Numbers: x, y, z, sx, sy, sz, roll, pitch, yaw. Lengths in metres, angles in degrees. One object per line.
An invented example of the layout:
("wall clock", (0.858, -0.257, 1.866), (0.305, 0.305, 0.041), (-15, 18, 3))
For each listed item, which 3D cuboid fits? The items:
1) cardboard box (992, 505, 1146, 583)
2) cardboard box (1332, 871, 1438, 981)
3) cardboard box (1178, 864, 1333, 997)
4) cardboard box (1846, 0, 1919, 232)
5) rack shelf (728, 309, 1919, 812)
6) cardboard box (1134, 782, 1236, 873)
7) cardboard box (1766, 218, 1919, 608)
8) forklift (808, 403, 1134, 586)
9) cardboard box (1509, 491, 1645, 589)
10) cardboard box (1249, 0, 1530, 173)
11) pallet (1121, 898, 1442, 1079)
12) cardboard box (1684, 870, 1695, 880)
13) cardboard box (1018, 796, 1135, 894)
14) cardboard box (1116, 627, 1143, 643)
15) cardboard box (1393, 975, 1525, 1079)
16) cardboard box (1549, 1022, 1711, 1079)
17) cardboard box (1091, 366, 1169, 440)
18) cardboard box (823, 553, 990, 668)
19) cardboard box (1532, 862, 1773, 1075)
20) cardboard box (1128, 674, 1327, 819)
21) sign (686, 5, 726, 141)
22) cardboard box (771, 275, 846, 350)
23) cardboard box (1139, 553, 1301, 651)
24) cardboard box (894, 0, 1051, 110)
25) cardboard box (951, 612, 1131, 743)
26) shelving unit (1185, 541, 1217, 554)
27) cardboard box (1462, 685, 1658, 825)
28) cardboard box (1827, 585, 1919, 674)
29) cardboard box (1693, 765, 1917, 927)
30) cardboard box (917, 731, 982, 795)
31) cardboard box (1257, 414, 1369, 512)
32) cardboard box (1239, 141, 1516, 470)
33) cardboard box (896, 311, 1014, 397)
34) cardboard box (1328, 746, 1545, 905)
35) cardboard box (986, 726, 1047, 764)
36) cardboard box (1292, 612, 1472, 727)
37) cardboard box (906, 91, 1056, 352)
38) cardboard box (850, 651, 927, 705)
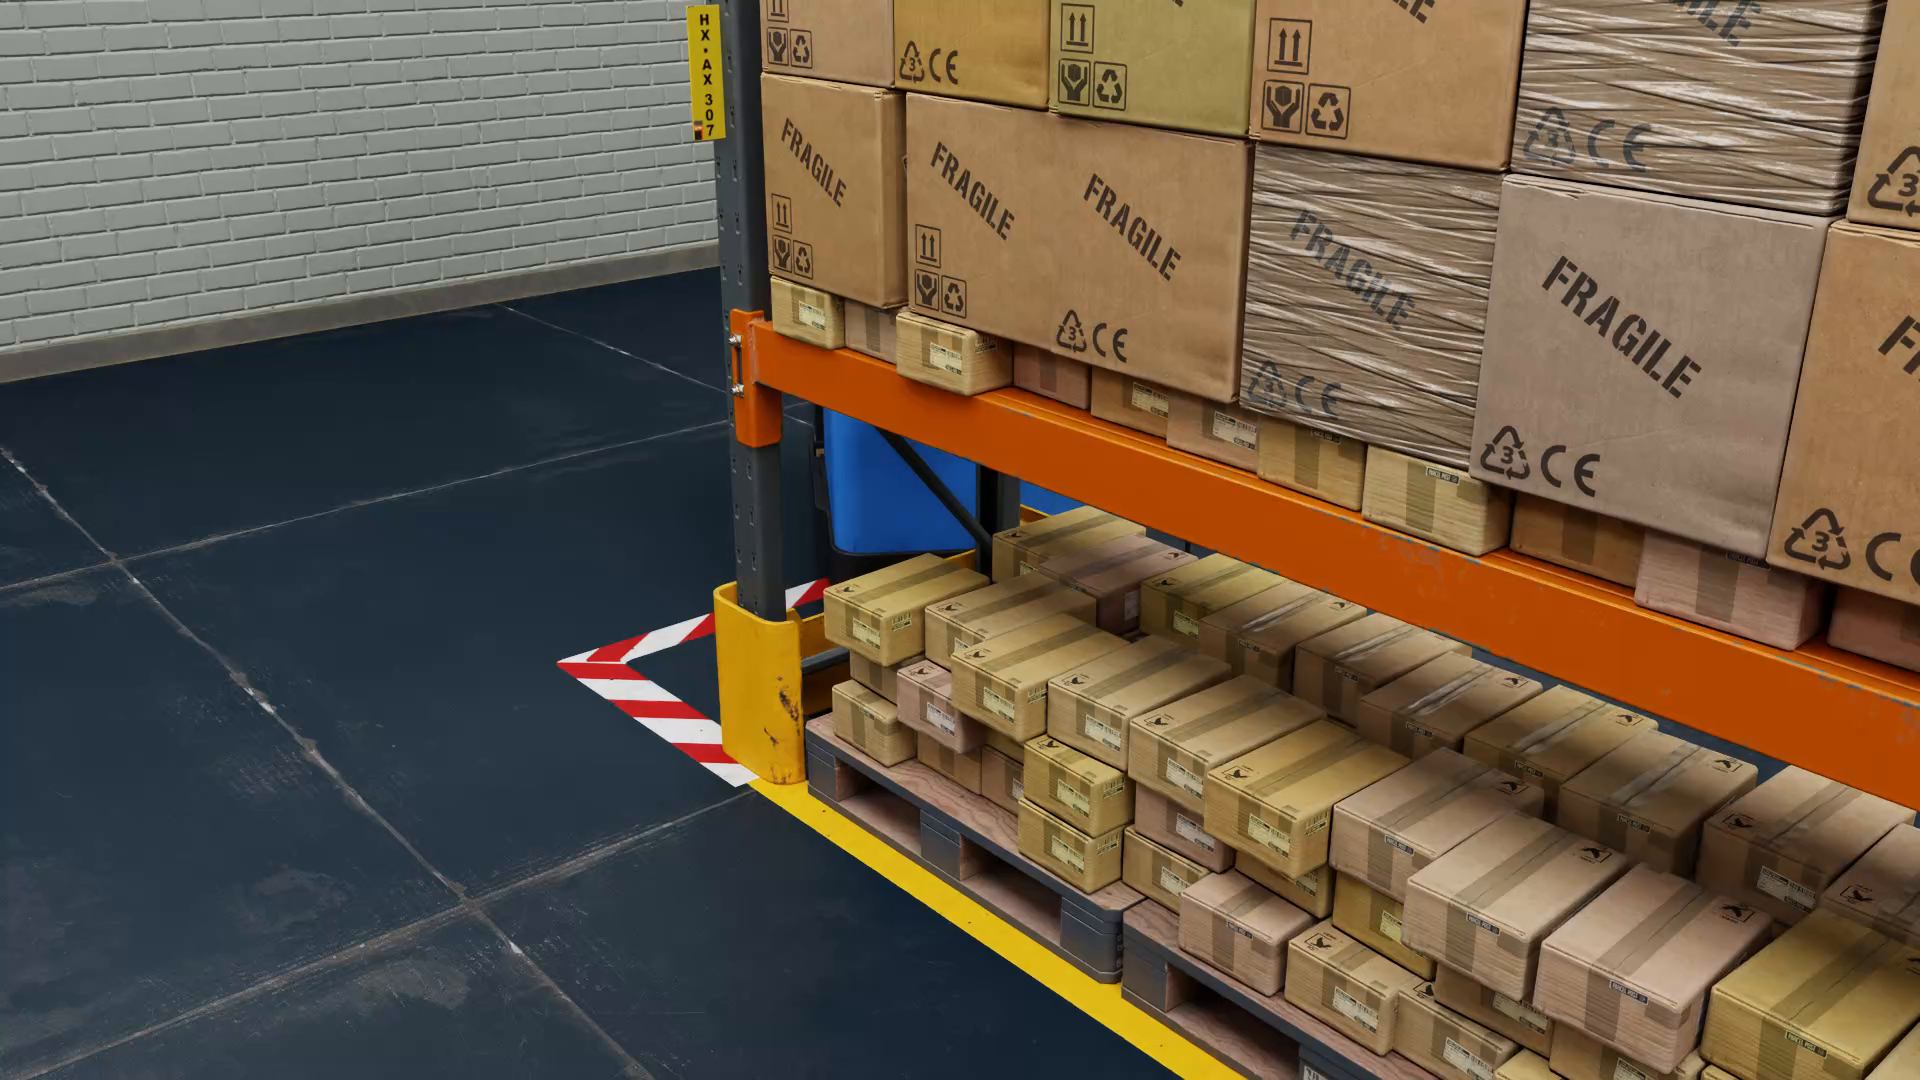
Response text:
("cardboard box", (0.314, 0.042, 4.782), (0.380, 0.149, 0.250), (-17, 27, -37))
("cardboard box", (0.994, 0.725, 3.445), (0.380, 0.149, 0.250), (-16, 26, -35))
("cardboard box", (0.695, 0.807, 3.643), (0.380, 0.149, 0.250), (-19, 28, -40))
("cardboard box", (1.534, -0.652, 2.119), (0.500, 0.500, 0.500), (-19, 28, -39))
("rack shelf", (1.082, -0.012, 3.387), (1.077, 0.370, 4.000), (-17, 27, -37))
("cardboard box", (0.617, 0.583, 3.808), (0.380, 0.149, 0.250), (-19, 28, -40))
("cardboard box", (1.519, -0.189, 2.309), (0.500, 0.500, 0.500), (-18, 28, -39))
("forklift", (-0.069, -1.591, 6.527), (1.130, 2.935, 3.031), (-2, 22, -6))
("cardboard box", (1.168, -0.062, 2.873), (0.380, 0.149, 0.250), (-18, 28, -38))
("cardboard box", (0.860, -0.936, 2.844), (0.500, 0.500, 0.500), (-19, 28, -39))
("pallet", (1.122, 0.990, 3.667), (1.003, 0.211, 1.213), (-17, 27, -37))
("cardboard box", (1.521, 0.674, 3.576), (0.380, 0.149, 0.250), (-18, 27, -38))
("cardboard box", (0.360, 0.670, 3.993), (0.380, 0.149, 0.250), (-17, 27, -37))
("cardboard box", (0.467, 0.257, 4.640), (0.380, 0.149, 0.250), (-18, 28, -39))
("cardboard box", (1.078, 0.937, 3.313), (0.380, 0.149, 0.250), (-17, 27, -36))
("cardboard box", (1.296, 0.888, 3.030), (0.380, 0.149, 0.250), (-17, 27, -36))
("cardboard box", (0.504, -0.347, 3.603), (0.380, 0.149, 0.250), (-18, 28, -38))
("cardboard box", (-0.139, 0.181, 4.426), (0.380, 0.149, 0.250), (-19, 28, -40))
("cardboard box", (1.236, 0.753, 2.966), (0.380, 0.149, 0.250), (-19, 28, -40))
("cardboard box", (0.598, 0.457, 3.723), (0.380, 0.149, 0.250), (-16, 27, -35))
("sign", (-0.635, -1.173, 4.179), (0.100, 0.325, 0.005), (-17, 27, -37))
("cardboard box", (-0.261, -0.615, 4.285), (0.380, 0.149, 0.250), (-18, 28, -38))
("cardboard box", (0.700, 0.166, 4.465), (0.380, 0.149, 0.250), (-18, 28, -39))
("cardboard box", (0.202, -1.225, 3.582), (0.500, 0.500, 0.500), (-16, 27, -36))
("cardboard box", (0.199, 0.329, 4.049), (0.380, 0.149, 0.250), (-18, 27, -38))
("shelving unit", (0.961, -0.323, 5.870), (0.215, 1.050, 0.252), (15, 26, 33))
("cardboard box", (1.319, 0.478, 3.667), (0.380, 0.149, 0.250), (-17, 27, -37))
("cardboard box", (1.527, 0.079, 2.514), (0.380, 0.149, 0.250), (-18, 28, -39))
("cardboard box", (1.690, 0.611, 3.327), (0.380, 0.149, 0.250), (-17, 27, -36))
("cardboard box", (0.109, 0.506, 4.411), (0.380, 0.149, 0.250), (-18, 27, -38))
("cardboard box", (0.796, -0.196, 3.216), (0.380, 0.149, 0.250), (-16, 27, -36))
("cardboard box", (0.876, -0.475, 3.039), (0.500, 0.500, 0.500), (-18, 28, -39))
("cardboard box", (0.072, -0.467, 3.908), (0.380, 0.149, 0.250), (-18, 28, -39))
("cardboard box", (0.972, 0.587, 3.390), (0.380, 0.149, 0.250), (-17, 27, -37))
("cardboard box", (0.287, 0.436, 4.184), (0.380, 0.149, 0.250), (-17, 27, -37))
("cardboard box", (1.038, 0.314, 4.088), (0.380, 0.149, 0.250), (-16, 27, -36))
("cardboard box", (0.229, -0.753, 3.748), (0.500, 0.500, 0.500), (-17, 27, -37))
("cardboard box", (-0.076, 0.300, 4.530), (0.380, 0.149, 0.250), (-16, 27, -35))
